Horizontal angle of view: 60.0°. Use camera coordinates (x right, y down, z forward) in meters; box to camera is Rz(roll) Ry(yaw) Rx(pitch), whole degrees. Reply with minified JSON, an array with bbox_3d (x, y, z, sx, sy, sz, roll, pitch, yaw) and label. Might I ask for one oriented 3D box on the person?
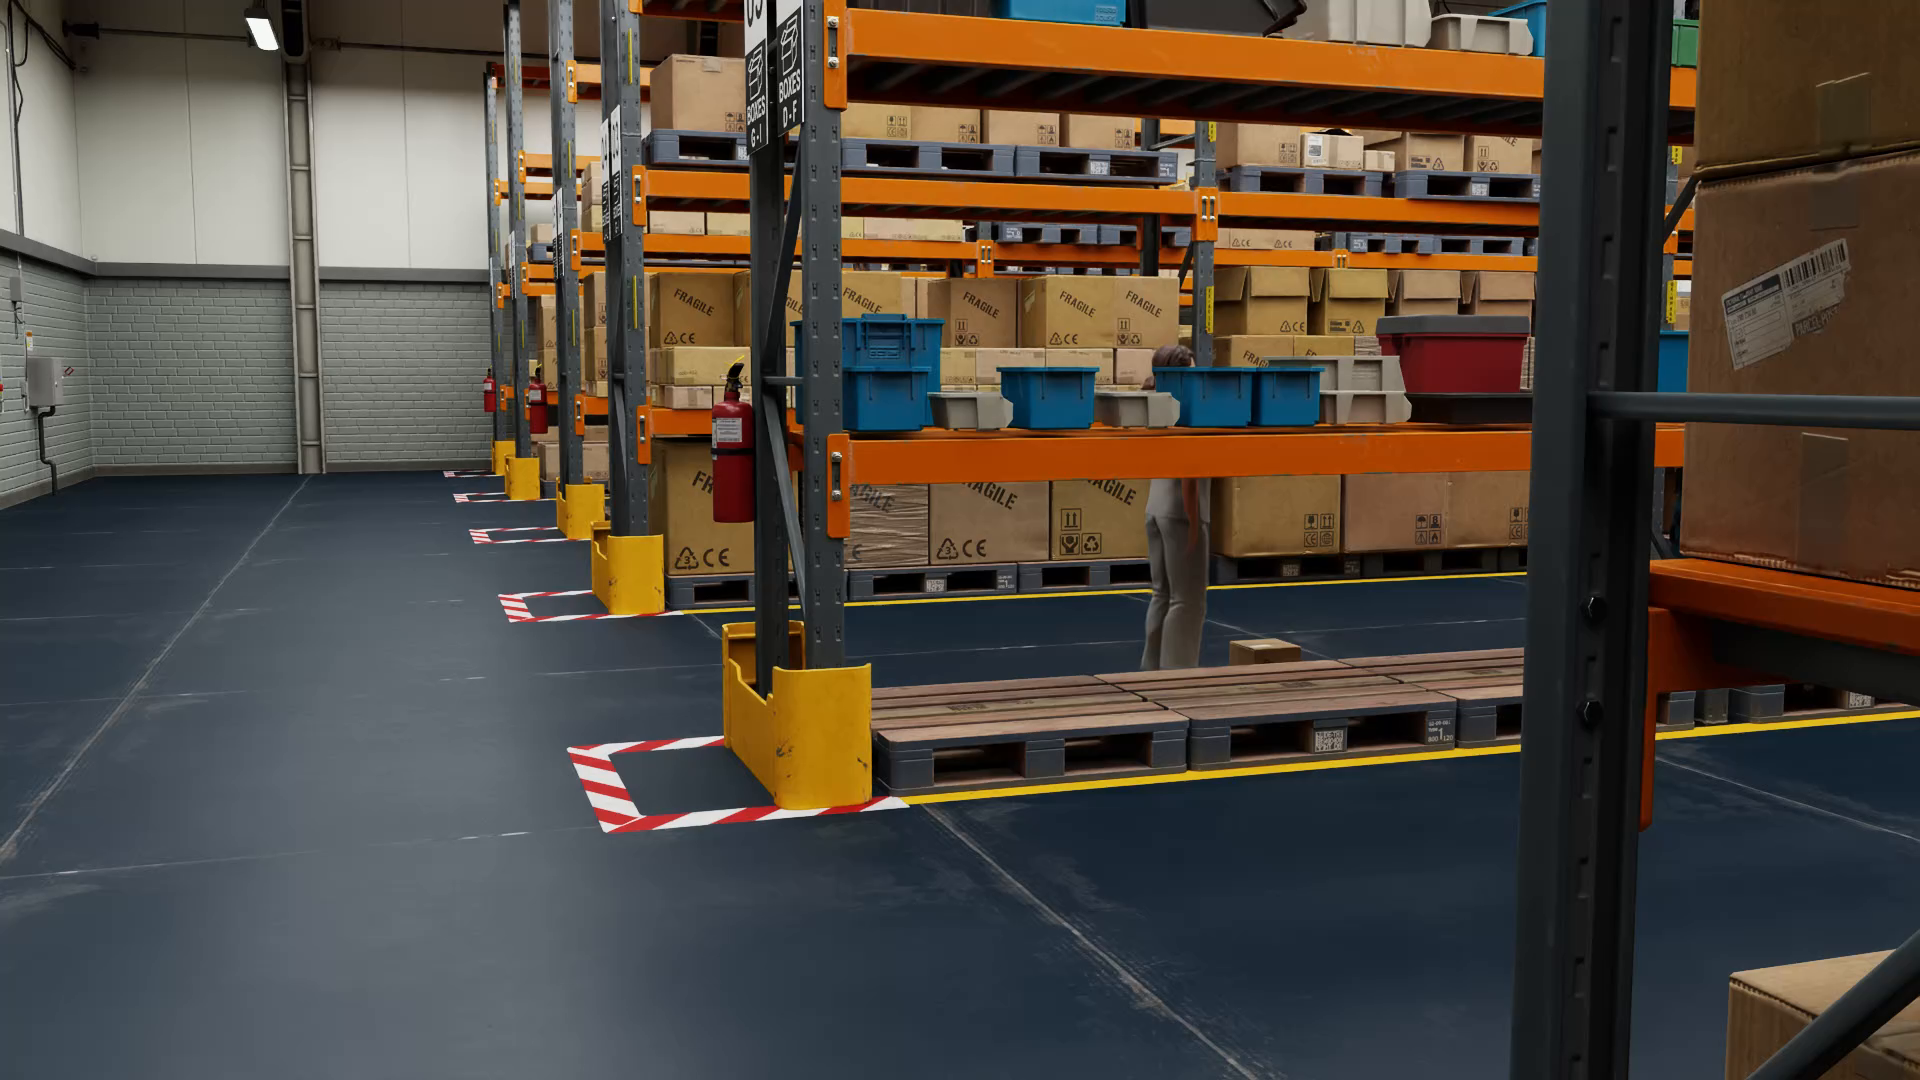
[{"bbox_3d":[0.993,-0.068,7.732,0.360,1.669,0.436,-2,6,-17],"label":"person"}]
